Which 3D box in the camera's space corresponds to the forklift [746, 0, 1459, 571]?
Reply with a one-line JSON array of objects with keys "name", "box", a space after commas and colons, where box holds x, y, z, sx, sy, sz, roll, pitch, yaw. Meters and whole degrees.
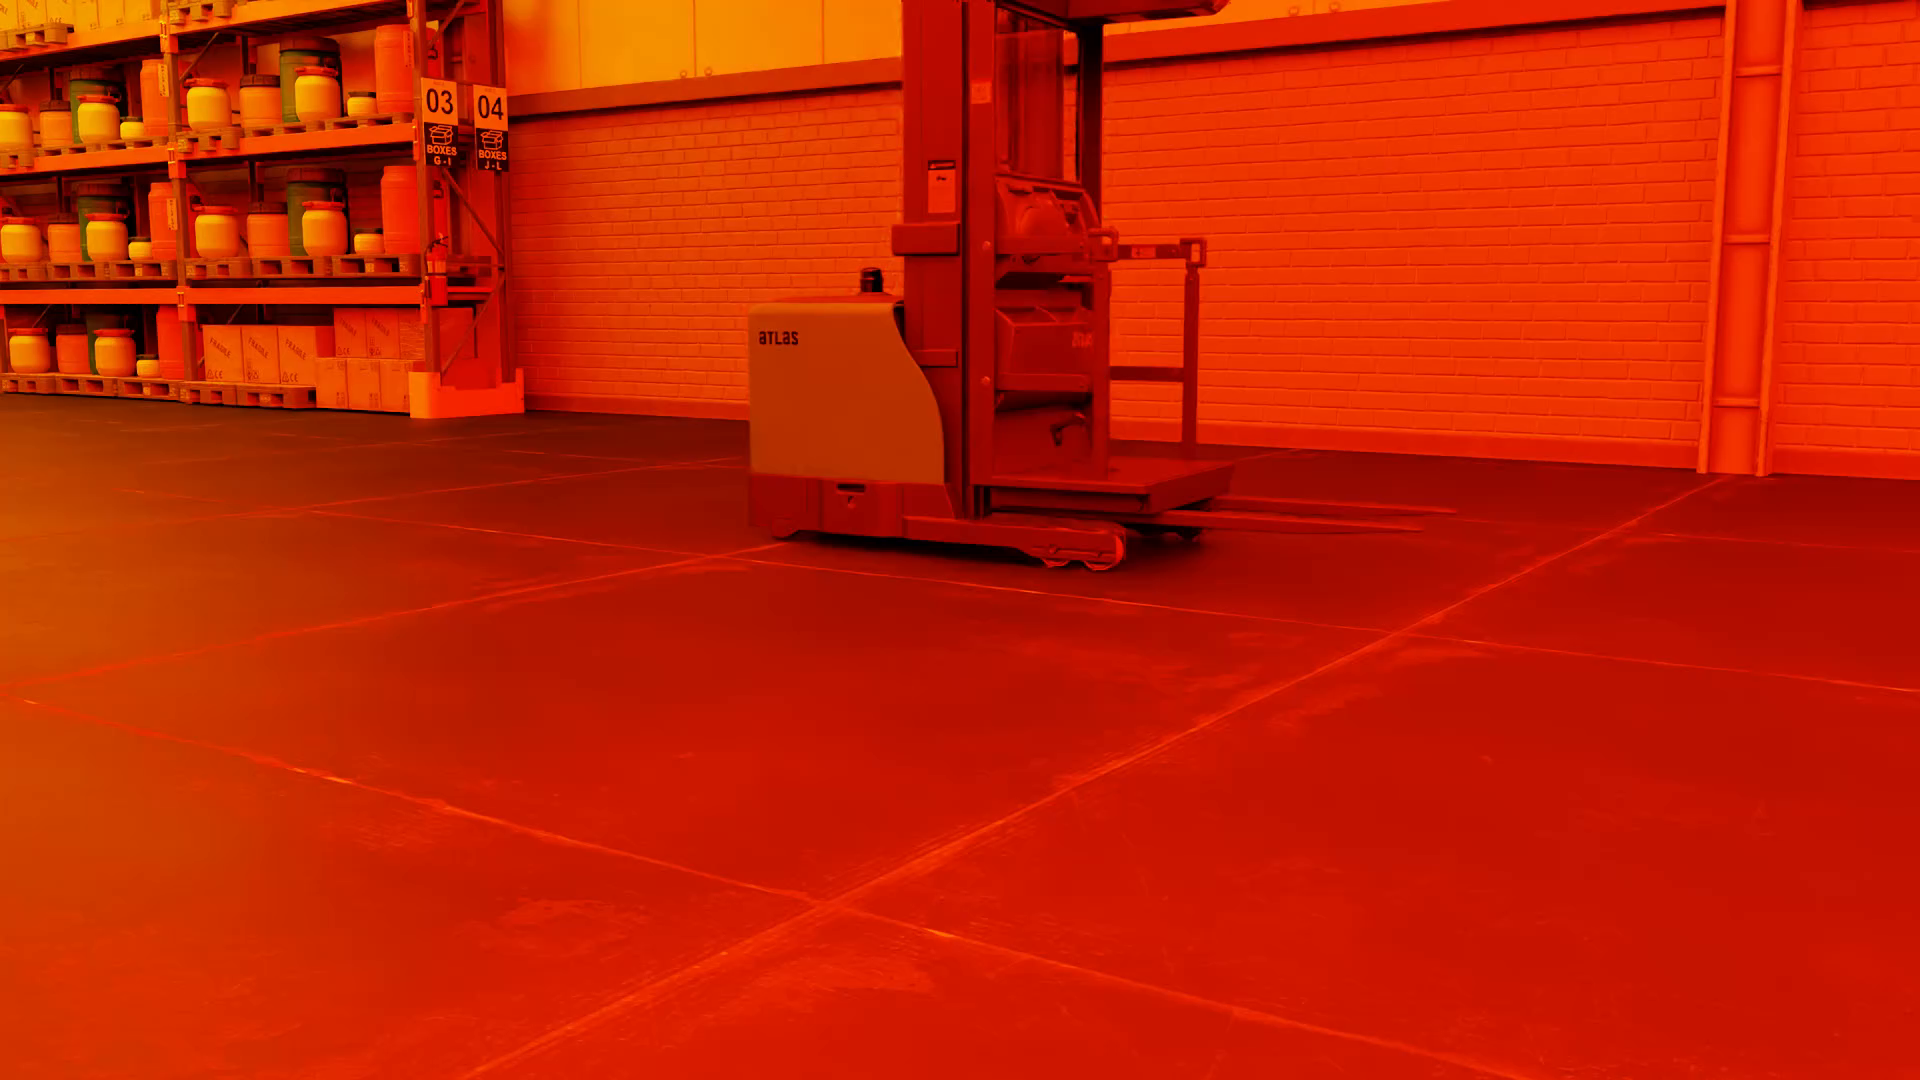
[{"name": "forklift", "box": [0.570, -1.410, 7.109, 3.031, 2.935, 1.130, 4, 9, 28]}]
